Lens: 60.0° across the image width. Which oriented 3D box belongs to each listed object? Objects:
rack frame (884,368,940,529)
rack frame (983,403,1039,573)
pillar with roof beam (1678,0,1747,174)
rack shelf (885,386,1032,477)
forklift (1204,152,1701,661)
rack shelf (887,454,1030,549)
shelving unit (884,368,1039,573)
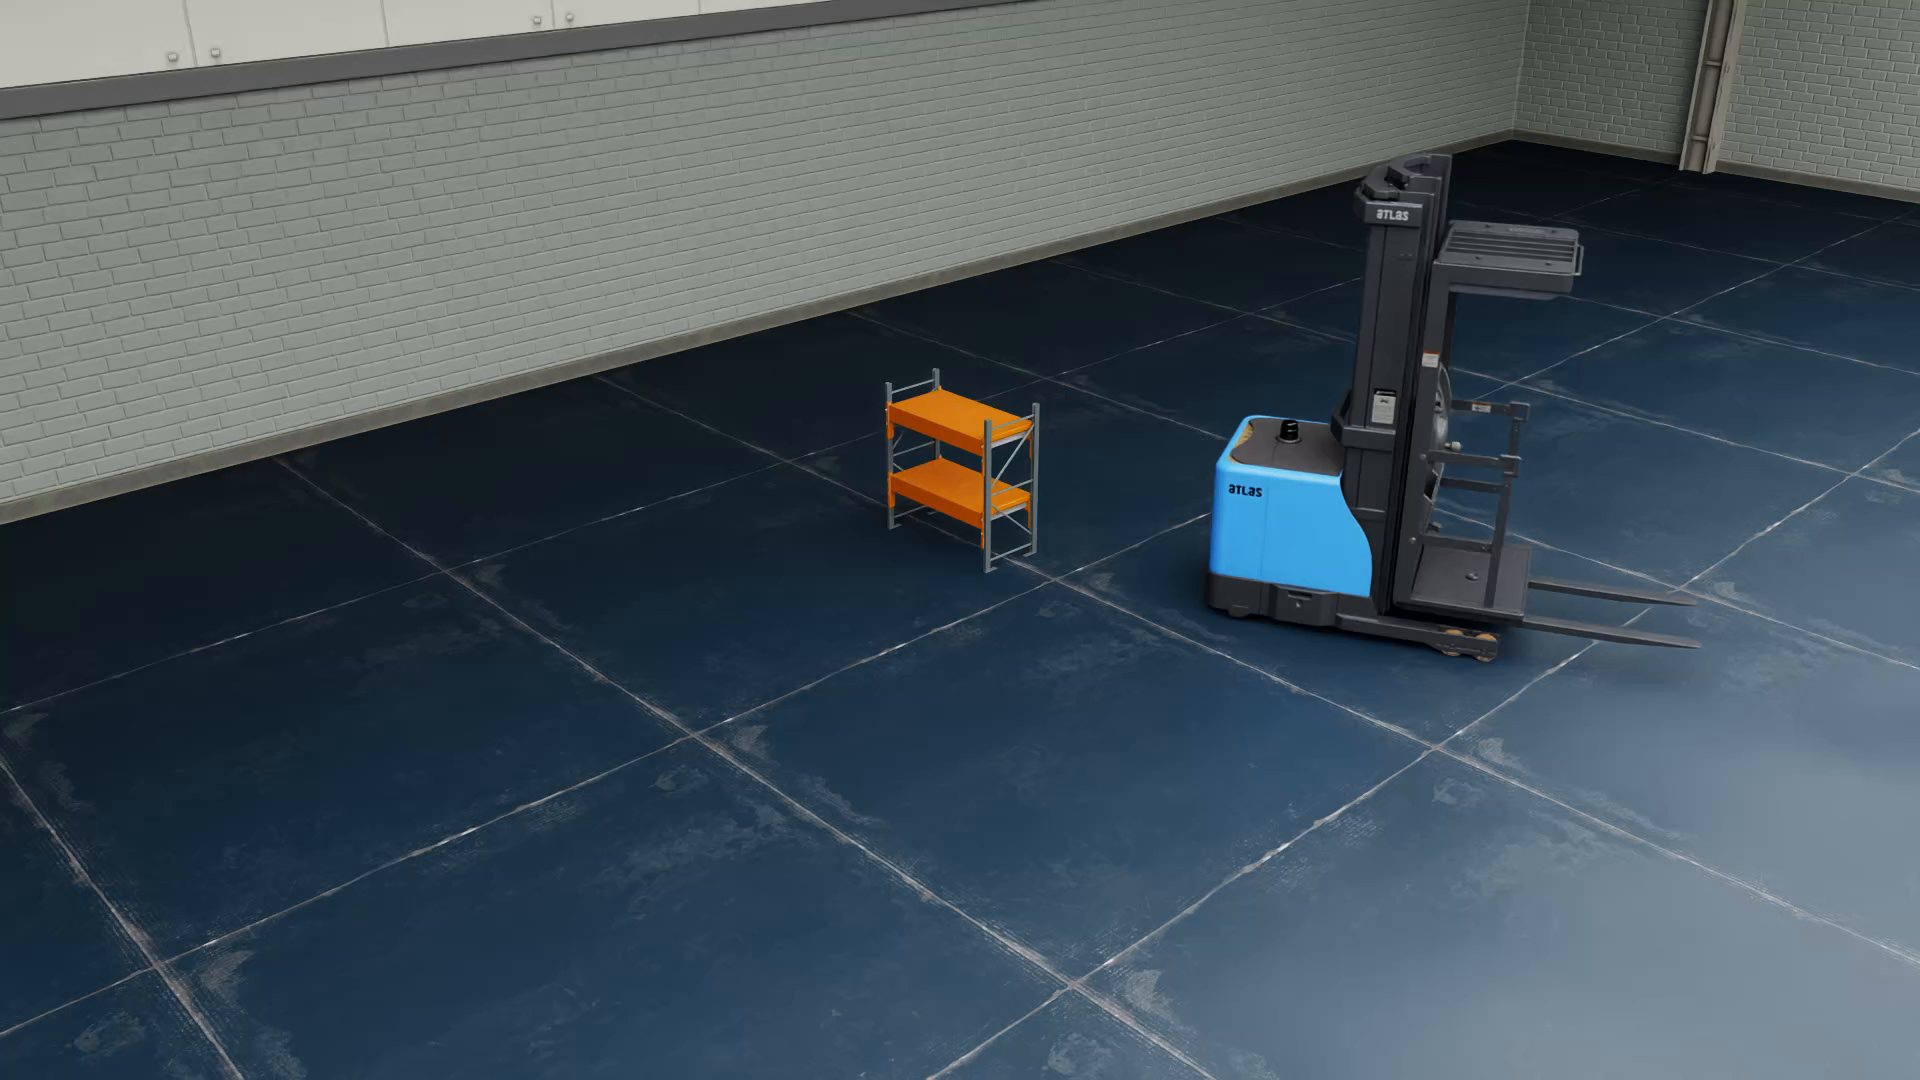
[{"bbox_3d":[-0.343,-0.664,12.146,0.500,1.125,0.032,-21,32,-38],"label":"rack frame"},{"bbox_3d":[0.352,-0.356,11.471,0.500,1.125,0.032,-21,32,-38],"label":"rack frame"},{"bbox_3d":[7.272,-8.098,18.956,9.100,9.000,0.400,-21,32,-38],"label":"pillar with roof beam"},{"bbox_3d":[0.005,-0.776,11.687,0.538,0.278,1.000,-21,32,-38],"label":"rack shelf"},{"bbox_3d":[3.187,-0.826,10.325,3.031,2.935,1.130,9,26,18],"label":"forklift"},{"bbox_3d":[0.005,-0.287,11.910,0.538,0.278,1.000,-21,32,-38],"label":"rack shelf"},{"bbox_3d":[0.005,-0.510,11.809,0.538,1.125,1.048,-21,32,-38],"label":"shelving unit"}]
